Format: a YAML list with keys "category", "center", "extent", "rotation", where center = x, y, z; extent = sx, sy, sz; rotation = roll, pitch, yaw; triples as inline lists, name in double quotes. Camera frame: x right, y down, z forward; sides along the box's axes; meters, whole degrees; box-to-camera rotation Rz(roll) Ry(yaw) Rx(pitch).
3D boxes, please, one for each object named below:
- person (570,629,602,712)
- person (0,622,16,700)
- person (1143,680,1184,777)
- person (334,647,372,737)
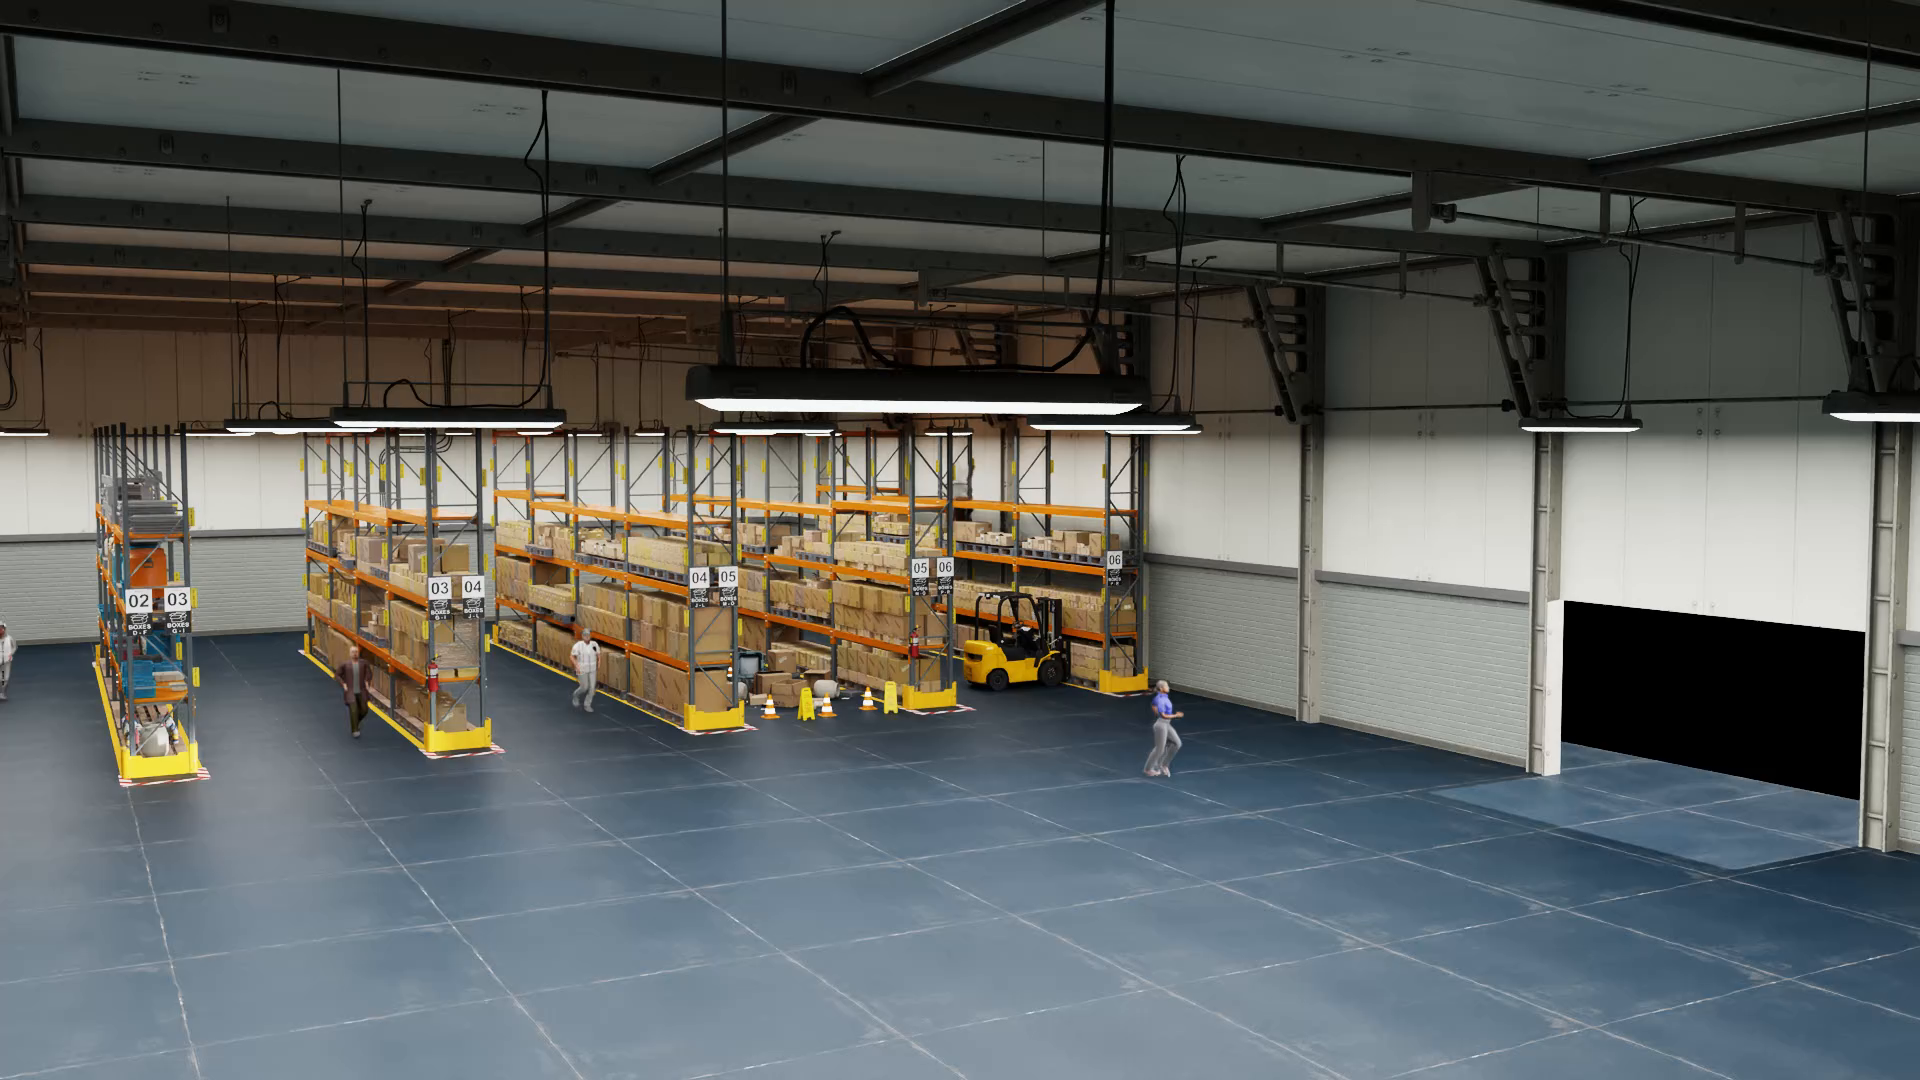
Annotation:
- category: "person"
  center: [-7.863, 2.735, 35.089]
  extent: [0.653, 1.755, 0.647]
  rotation: [-2, 4, -32]
- category: "person"
  center: [-21.091, 2.657, 36.579]
  extent: [0.625, 1.719, 0.585]
  rotation: [-3, 5, -44]
- category: "person"
  center: [3.457, 3.195, 28.143]
  extent: [0.688, 1.664, 0.544]
  rotation: [1, 4, 19]
- category: "person"
  center: [-11.658, 2.916, 32.029]
  extent: [0.705, 1.725, 0.608]
  rotation: [-2, 4, -31]
